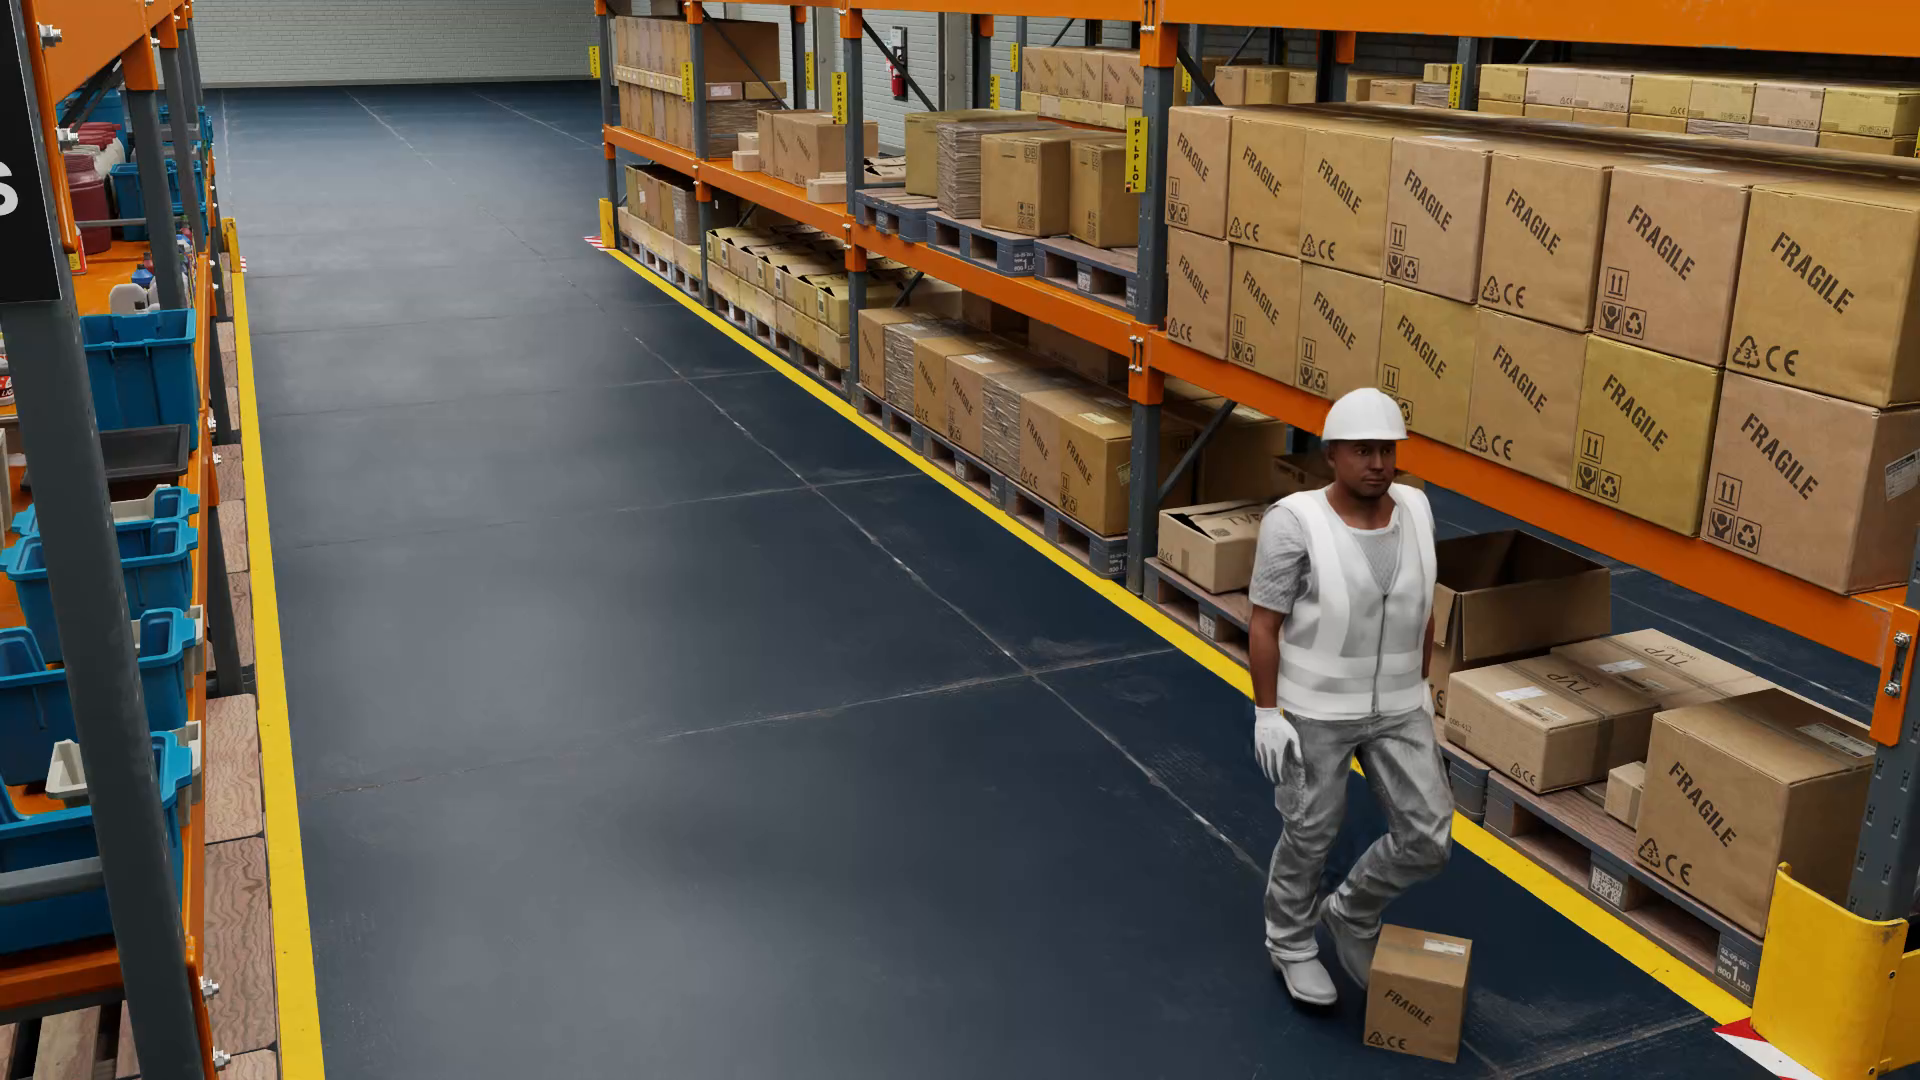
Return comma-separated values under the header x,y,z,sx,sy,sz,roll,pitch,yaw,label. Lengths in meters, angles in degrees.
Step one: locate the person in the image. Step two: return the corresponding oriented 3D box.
x,y,z,sx,sy,sz,roll,pitch,yaw,label
1.081,0.482,4.538,0.602,1.802,0.451,-5,19,-14,person
